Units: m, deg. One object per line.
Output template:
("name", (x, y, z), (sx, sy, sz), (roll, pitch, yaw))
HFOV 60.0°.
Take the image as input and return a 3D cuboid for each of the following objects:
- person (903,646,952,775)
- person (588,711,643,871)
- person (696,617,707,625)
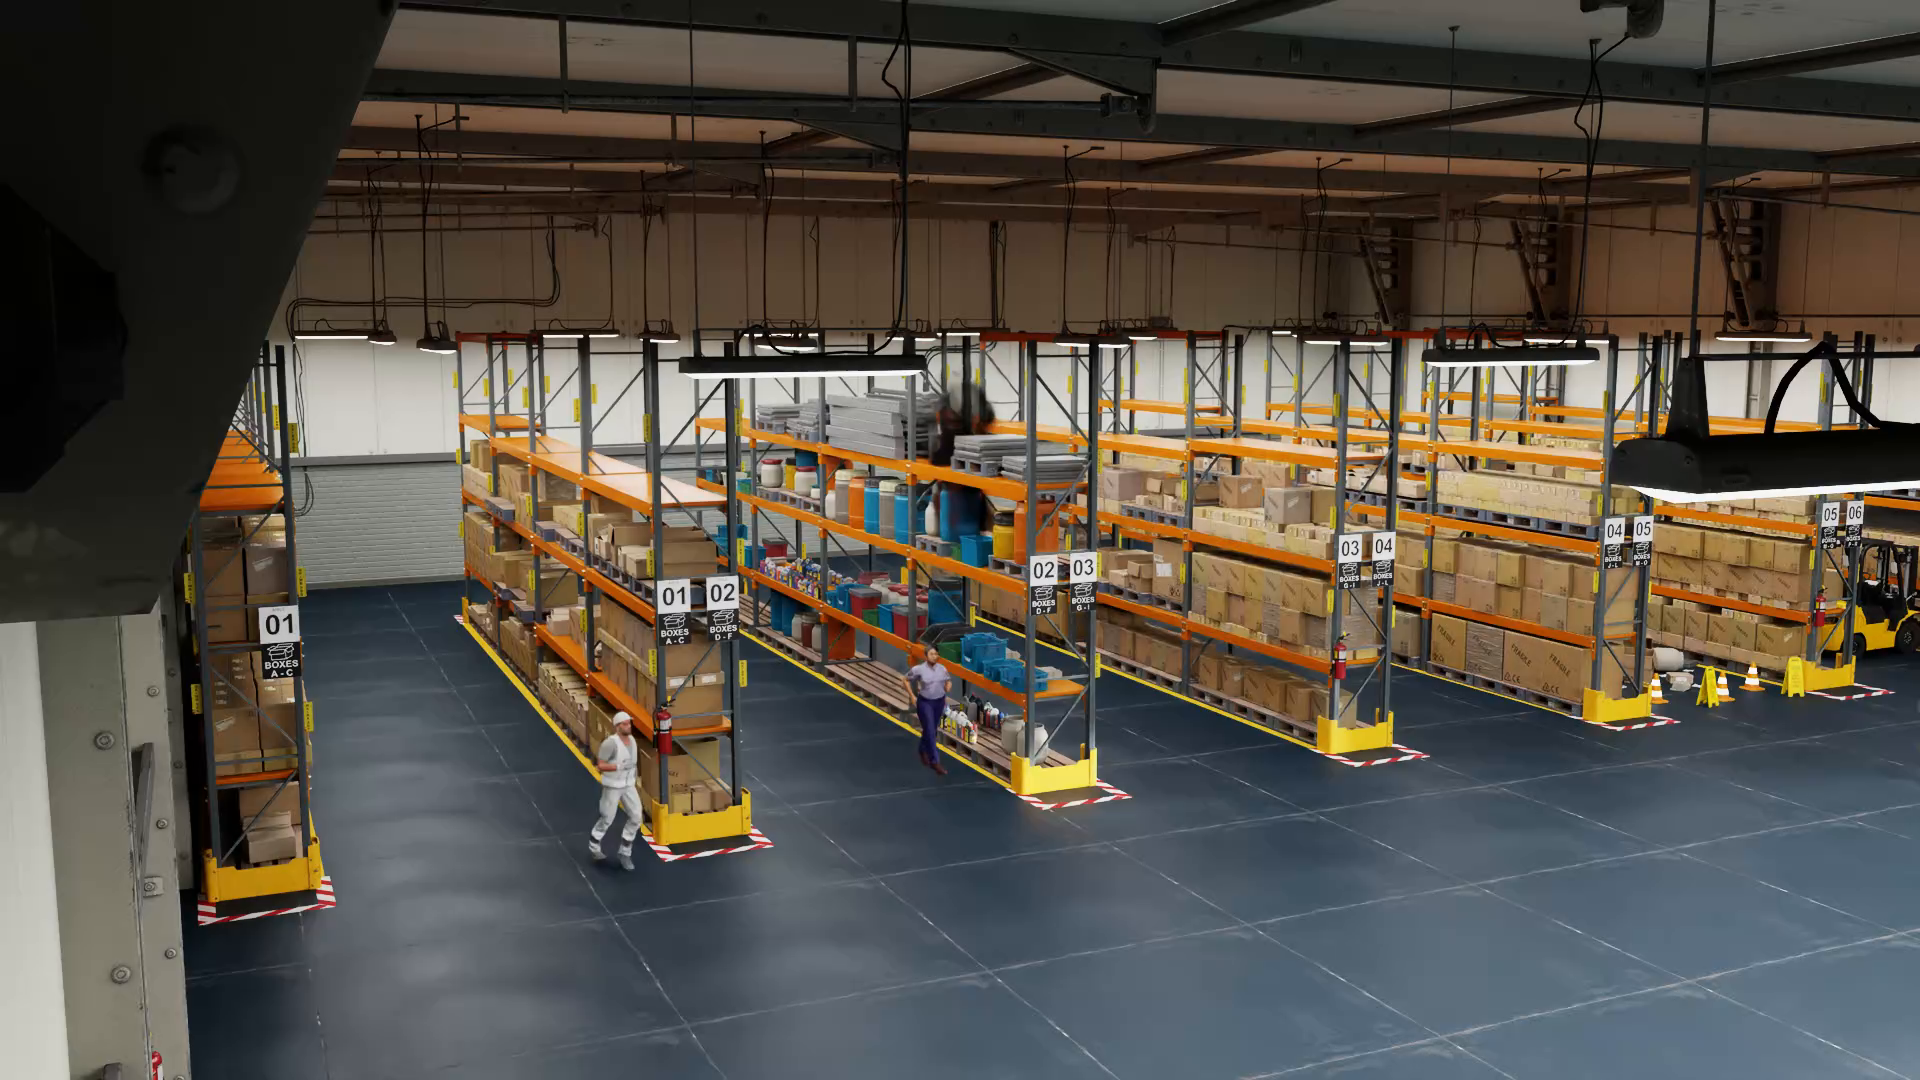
("person", (-0.378, 2.247, 22.142), (0.617, 1.691, 0.870), (-5, 9, -32))
("person", (-3.926, 2.884, 19.200), (0.750, 1.839, 0.651), (6, 10, 38))
("person", (-4.646, 1.564, 29.452), (0.607, 1.648, 0.591), (-5, 9, -33))
